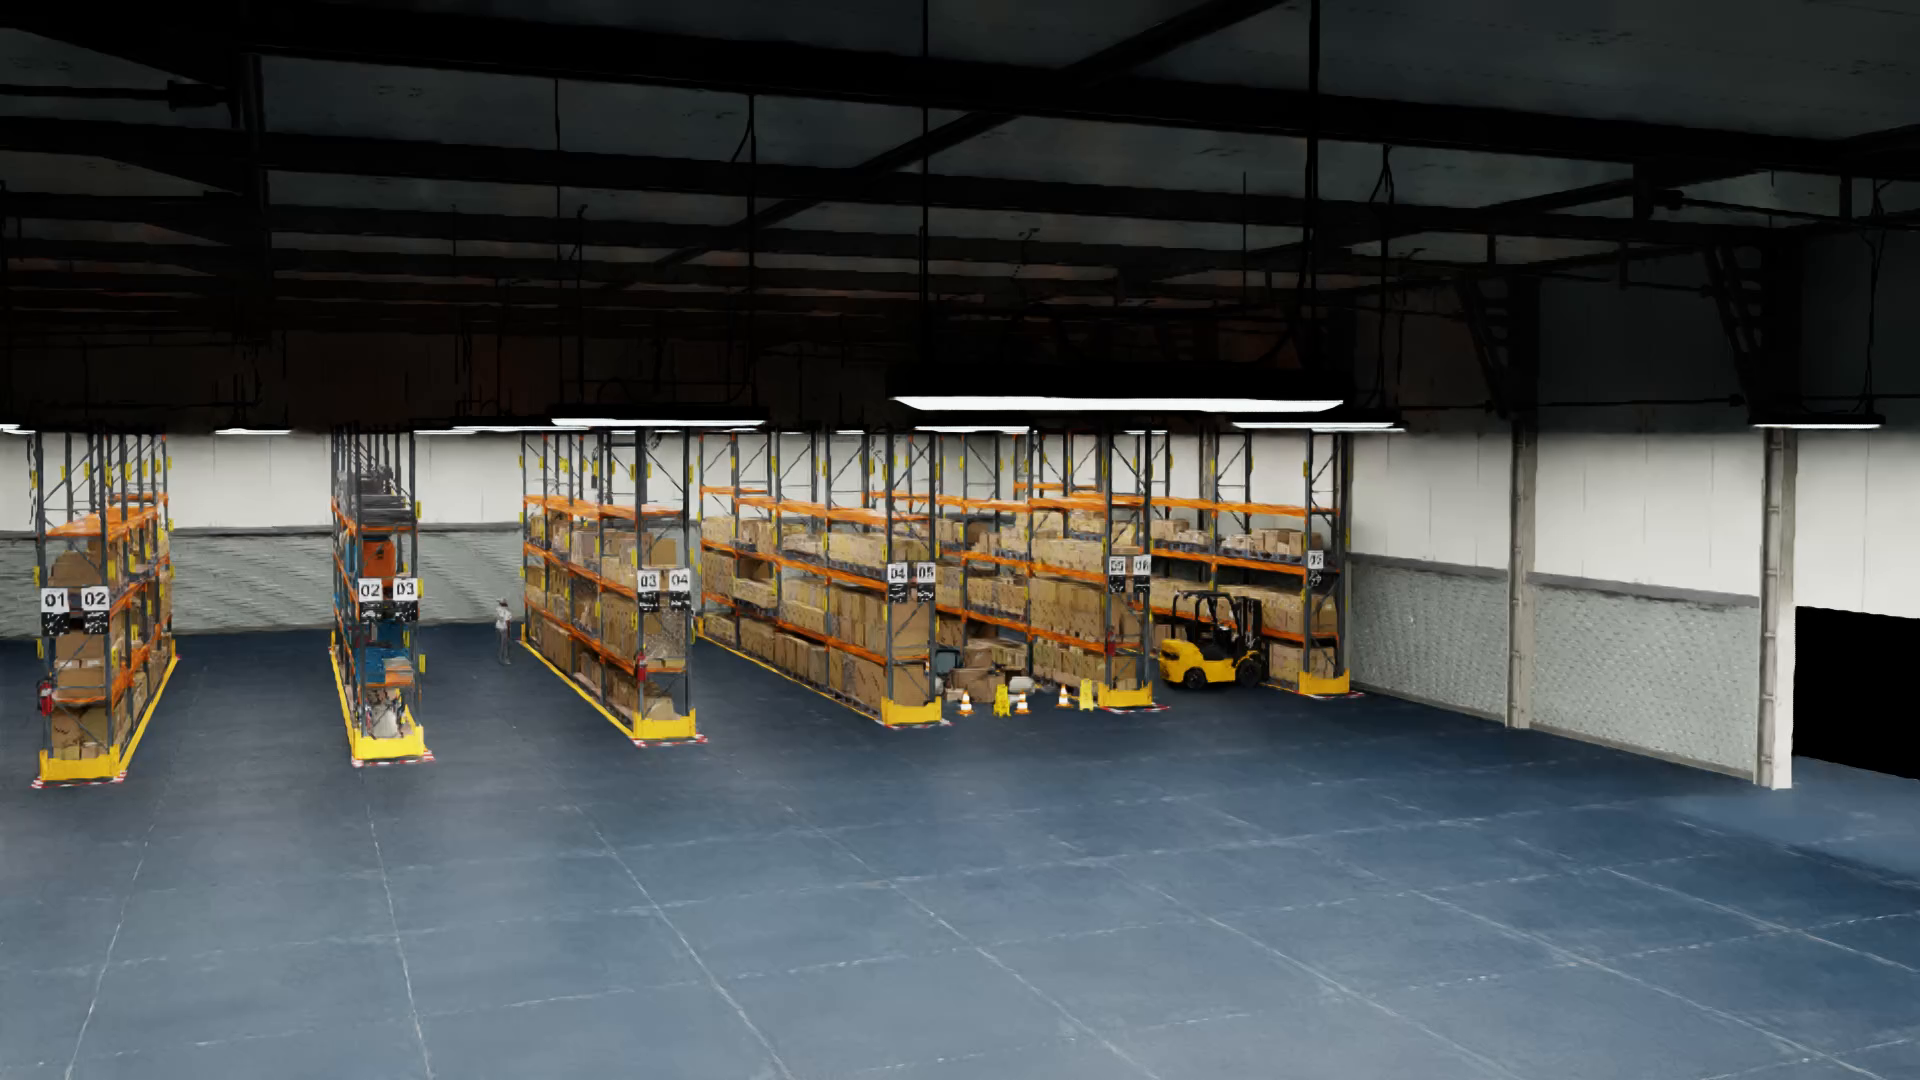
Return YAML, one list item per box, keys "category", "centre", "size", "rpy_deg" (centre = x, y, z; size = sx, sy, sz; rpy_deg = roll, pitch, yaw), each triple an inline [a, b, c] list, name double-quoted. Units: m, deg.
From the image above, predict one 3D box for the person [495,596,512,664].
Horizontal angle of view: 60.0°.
- category: "person"
  centre: [-11.458, 2.263, 41.821]
  size: [0.502, 1.681, 0.417]
  rpy_deg: [3, 5, 40]

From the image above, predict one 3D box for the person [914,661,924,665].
- category: "person"
  centre: [-1.147, 2.315, 40.036]
  size: [0.630, 1.773, 0.678]
  rpy_deg: [0, 4, 7]

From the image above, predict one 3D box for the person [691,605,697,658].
- category: "person"
  centre: [-7.070, 2.255, 42.769]
  size: [0.625, 1.611, 0.575]
  rpy_deg: [-2, 4, -24]
